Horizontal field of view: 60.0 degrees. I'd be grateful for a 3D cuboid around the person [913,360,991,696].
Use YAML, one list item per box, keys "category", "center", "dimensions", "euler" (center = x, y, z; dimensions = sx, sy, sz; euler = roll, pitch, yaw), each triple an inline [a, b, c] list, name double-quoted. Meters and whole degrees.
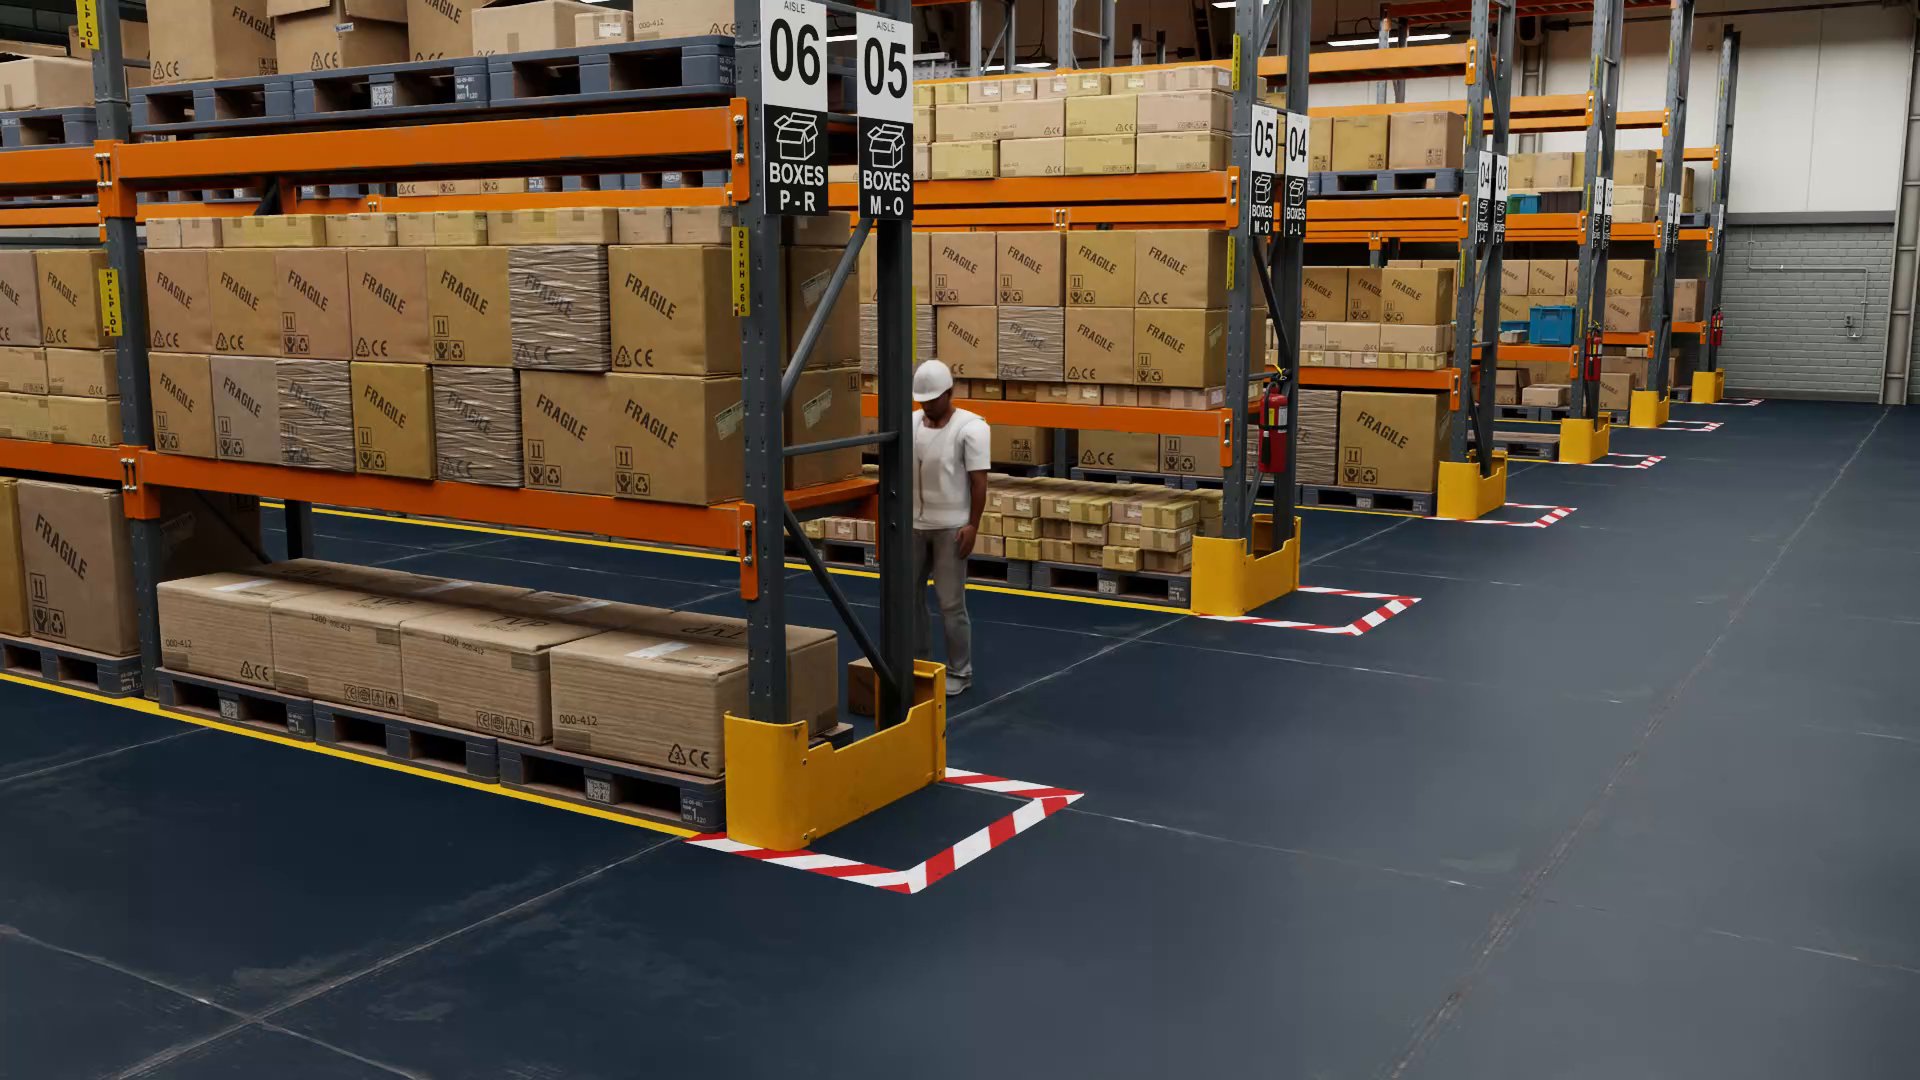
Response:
- category: "person"
  center: [-0.119, -0.067, 8.686]
  dimensions: [0.575, 1.748, 0.390]
  euler: [6, 11, 32]
